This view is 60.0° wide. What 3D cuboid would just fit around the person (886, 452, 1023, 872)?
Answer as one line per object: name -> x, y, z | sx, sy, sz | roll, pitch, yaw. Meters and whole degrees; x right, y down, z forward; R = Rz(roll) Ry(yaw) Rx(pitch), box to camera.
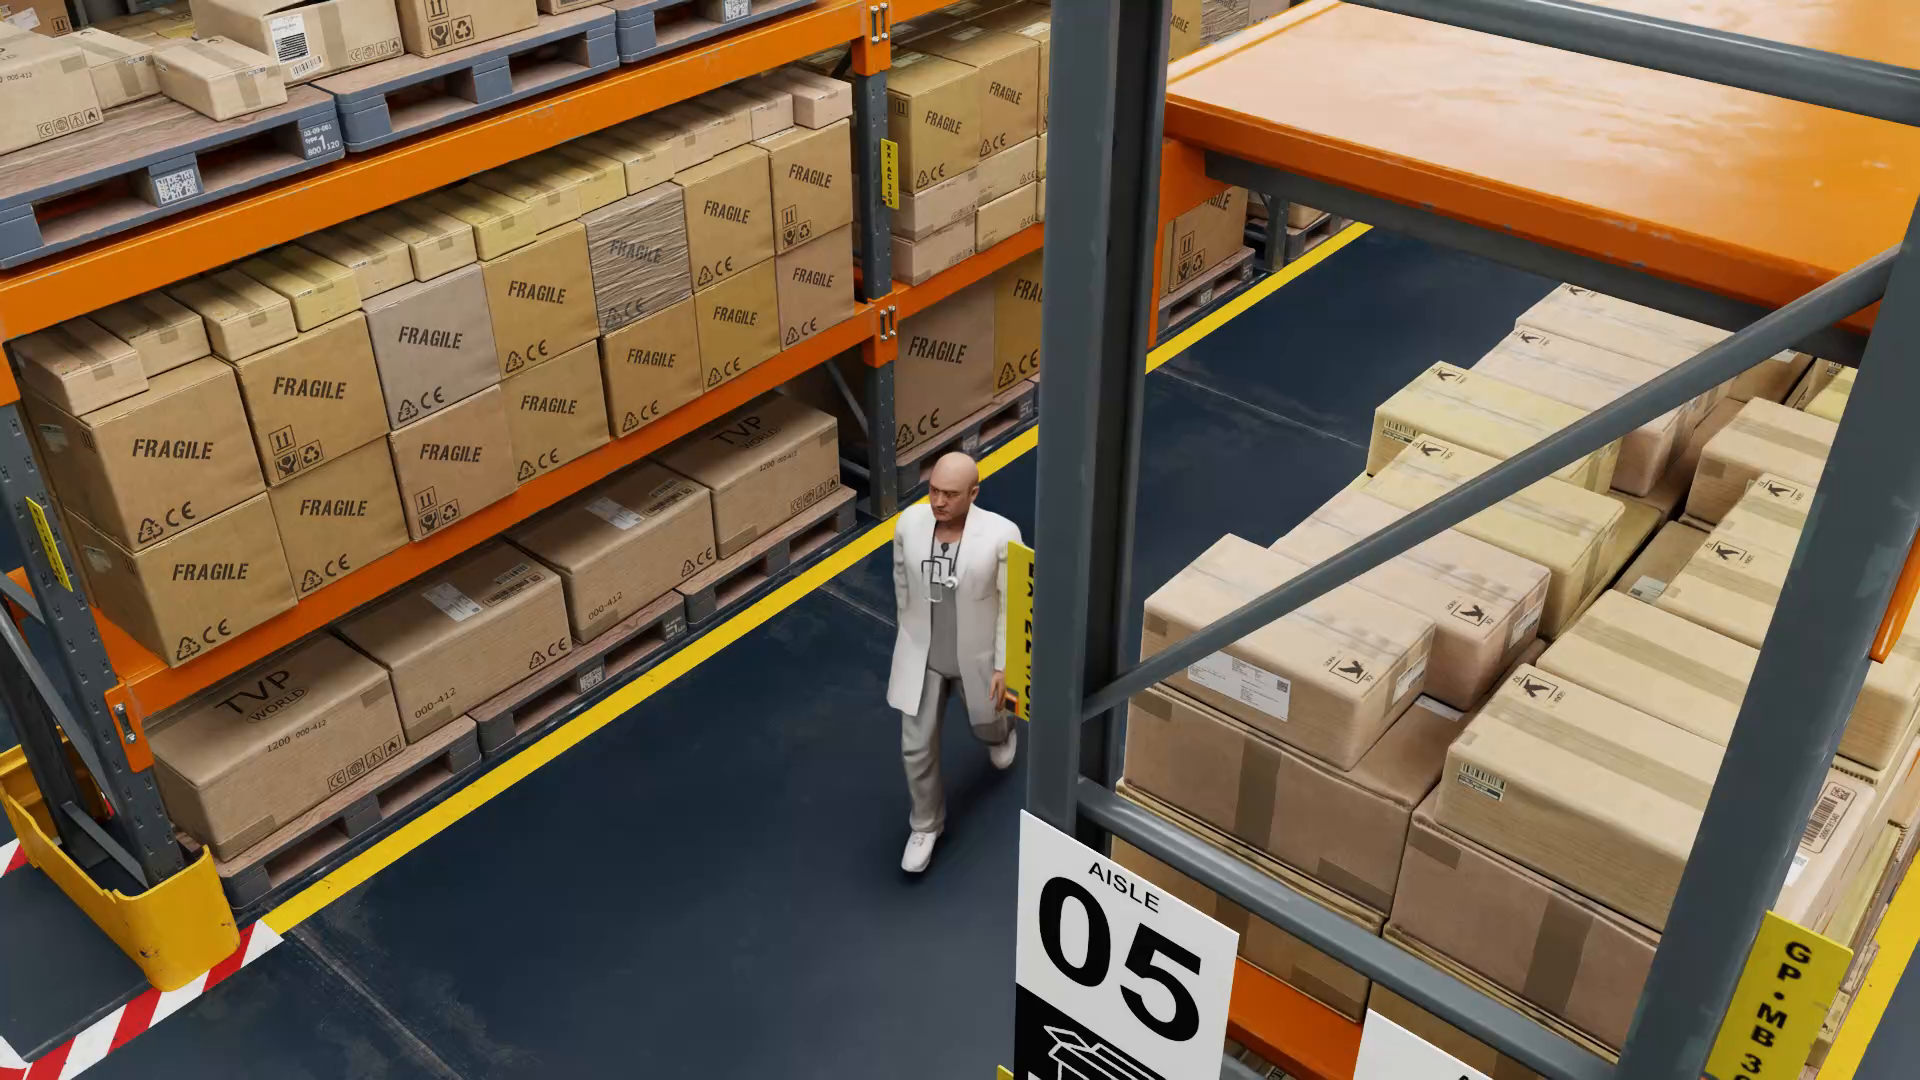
person -> -0.005, 0.414, 6.627 | 0.574, 1.741, 0.963 | 9, 36, 12
